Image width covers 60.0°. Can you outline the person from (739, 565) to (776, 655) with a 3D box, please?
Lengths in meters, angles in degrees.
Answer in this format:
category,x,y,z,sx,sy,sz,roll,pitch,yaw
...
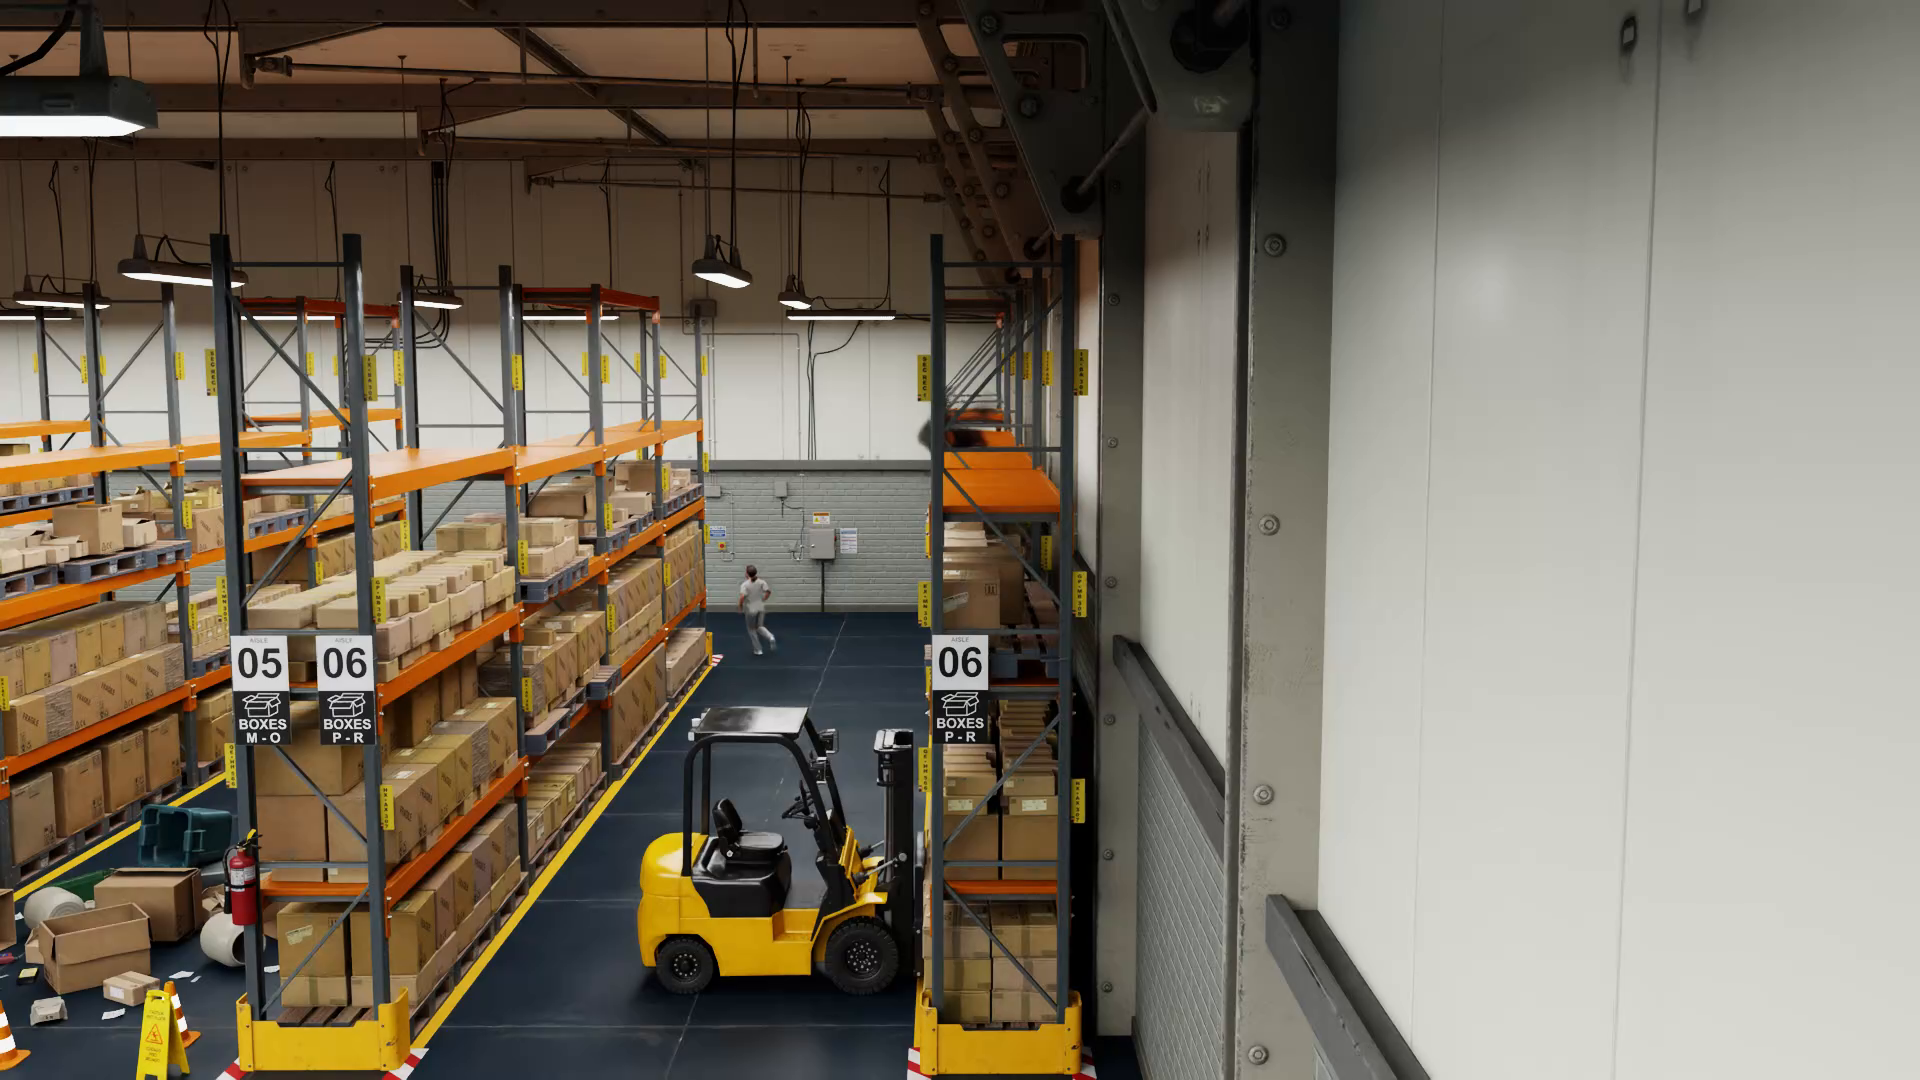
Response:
category,x,y,z,sx,sy,sz,roll,pitch,yaw
person,-3.548,1.215,28.528,0.612,1.607,0.738,-5,8,-36
